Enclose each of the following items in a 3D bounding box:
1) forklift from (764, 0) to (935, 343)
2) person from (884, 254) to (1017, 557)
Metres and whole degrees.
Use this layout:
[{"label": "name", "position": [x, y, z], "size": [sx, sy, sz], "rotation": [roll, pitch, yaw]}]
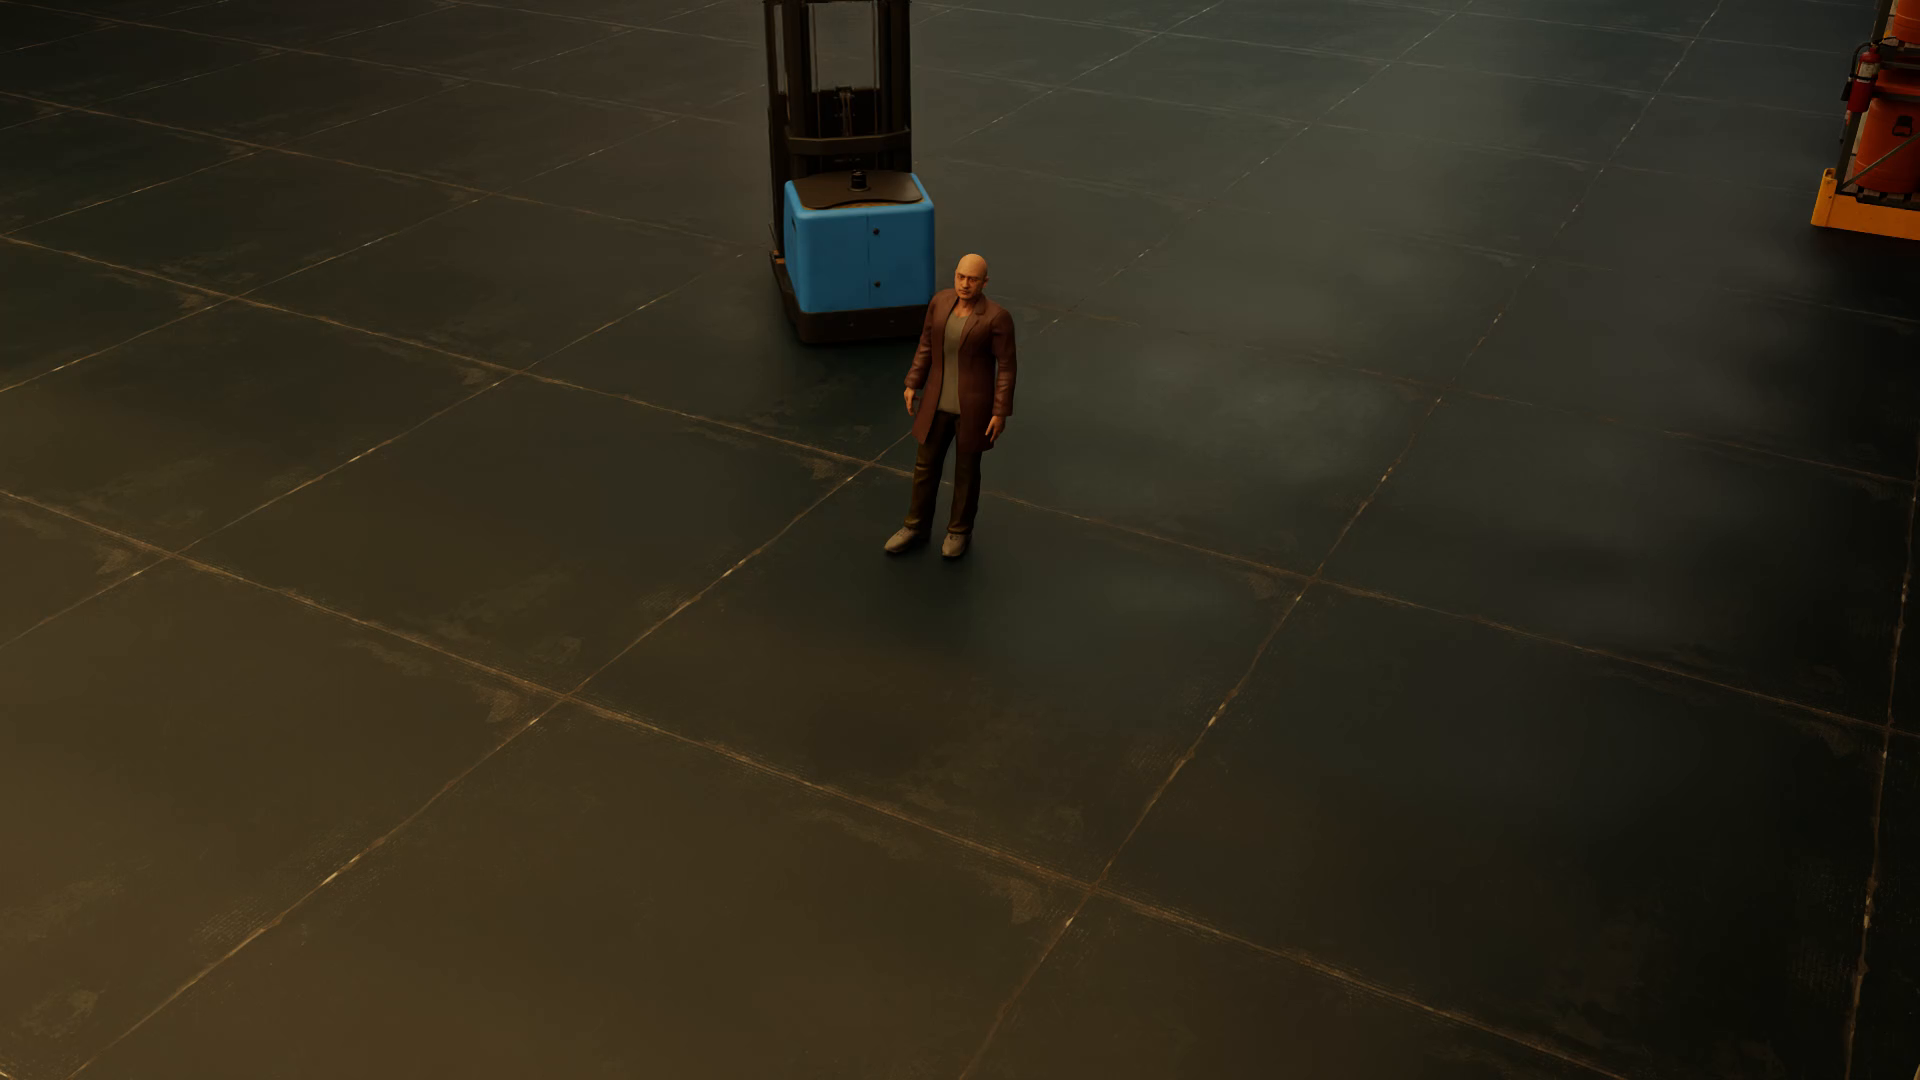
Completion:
[{"label": "forklift", "position": [-0.974, -3.456, 13.059], "size": [1.130, 2.935, 3.031], "rotation": [-6, 31, -10]}, {"label": "person", "position": [-0.048, -0.737, 9.486], "size": [0.698, 1.778, 0.579], "rotation": [15, 33, 25]}]
